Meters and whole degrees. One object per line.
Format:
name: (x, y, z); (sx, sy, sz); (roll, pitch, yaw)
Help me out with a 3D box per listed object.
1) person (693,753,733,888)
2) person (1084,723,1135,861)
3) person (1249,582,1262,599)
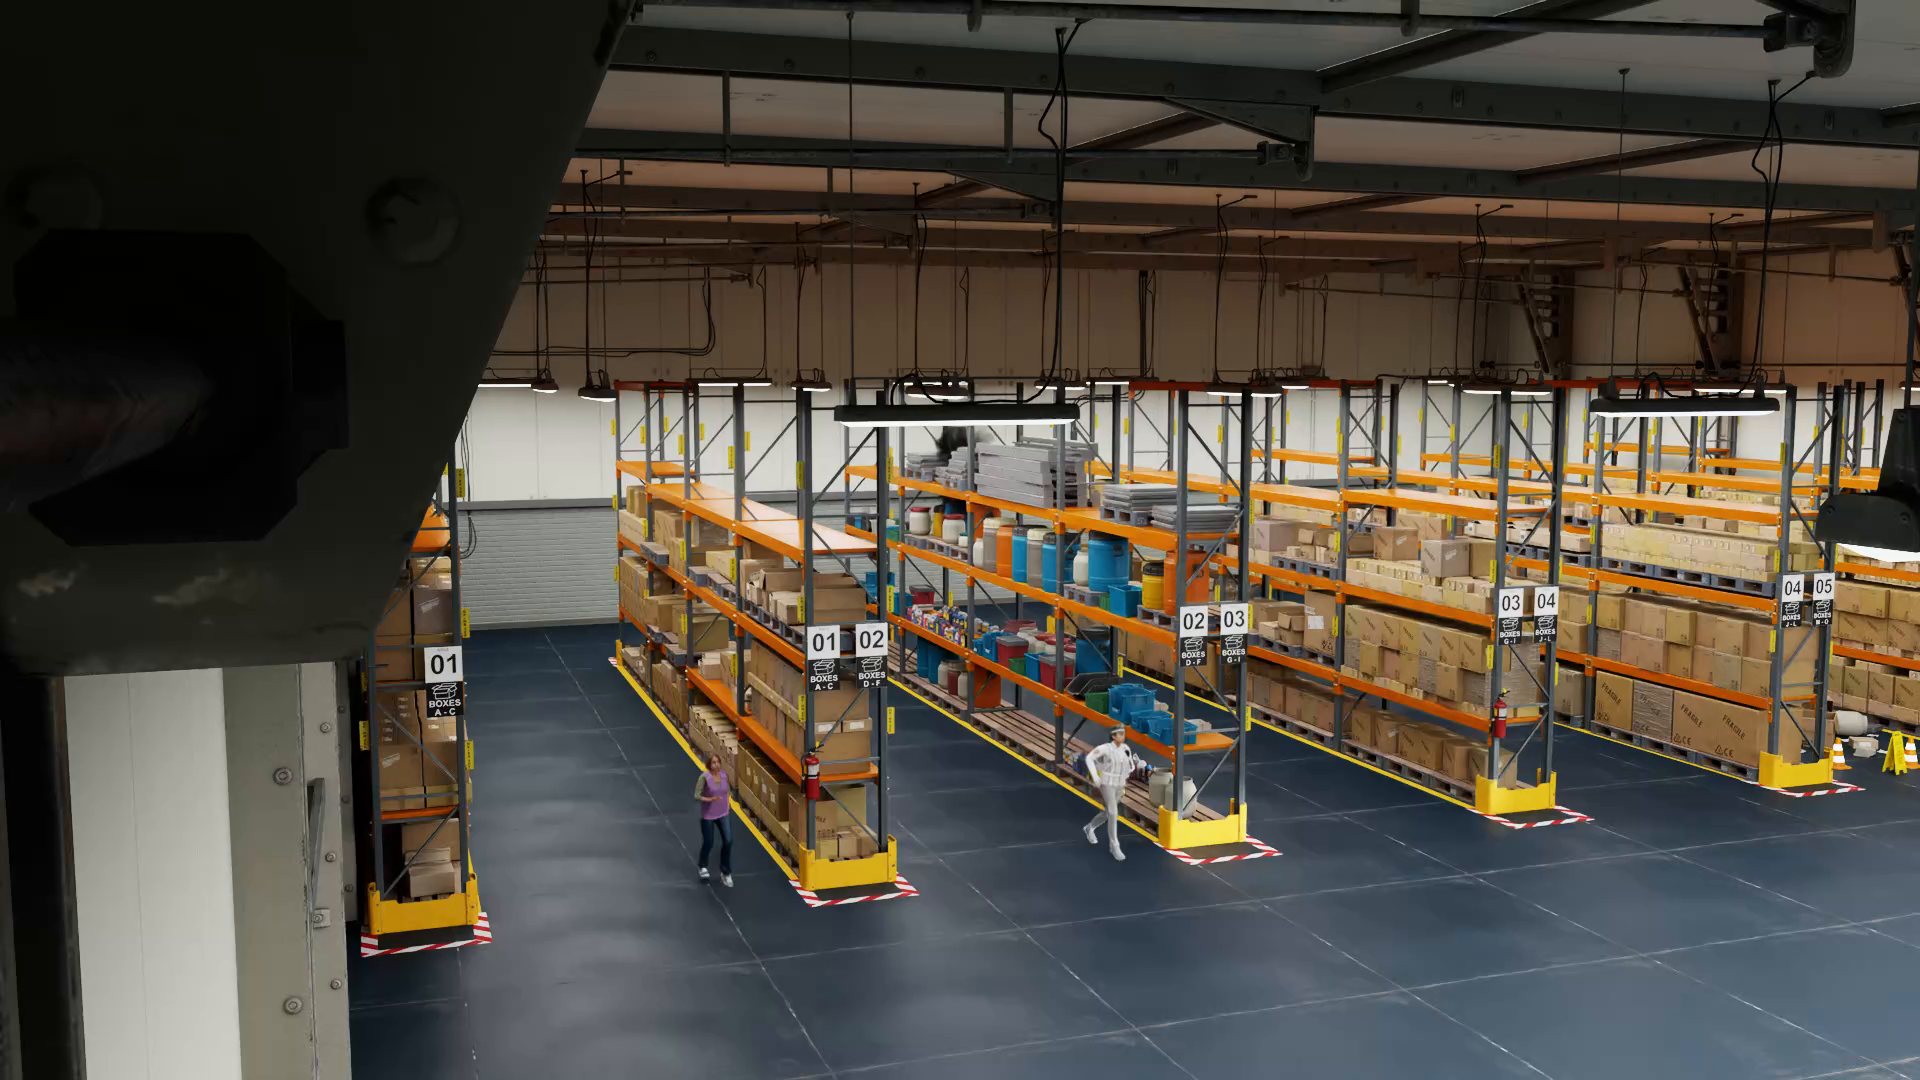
person: (-2.994, 3.414, 20.236); (0.537, 1.653, 0.636); (-3, 7, -30)
person: (1.998, 3.210, 21.647); (0.648, 1.685, 0.917); (-4, 7, -36)
person: (7.368, 1.125, 41.544); (0.769, 1.639, 0.650); (2, 6, 20)
